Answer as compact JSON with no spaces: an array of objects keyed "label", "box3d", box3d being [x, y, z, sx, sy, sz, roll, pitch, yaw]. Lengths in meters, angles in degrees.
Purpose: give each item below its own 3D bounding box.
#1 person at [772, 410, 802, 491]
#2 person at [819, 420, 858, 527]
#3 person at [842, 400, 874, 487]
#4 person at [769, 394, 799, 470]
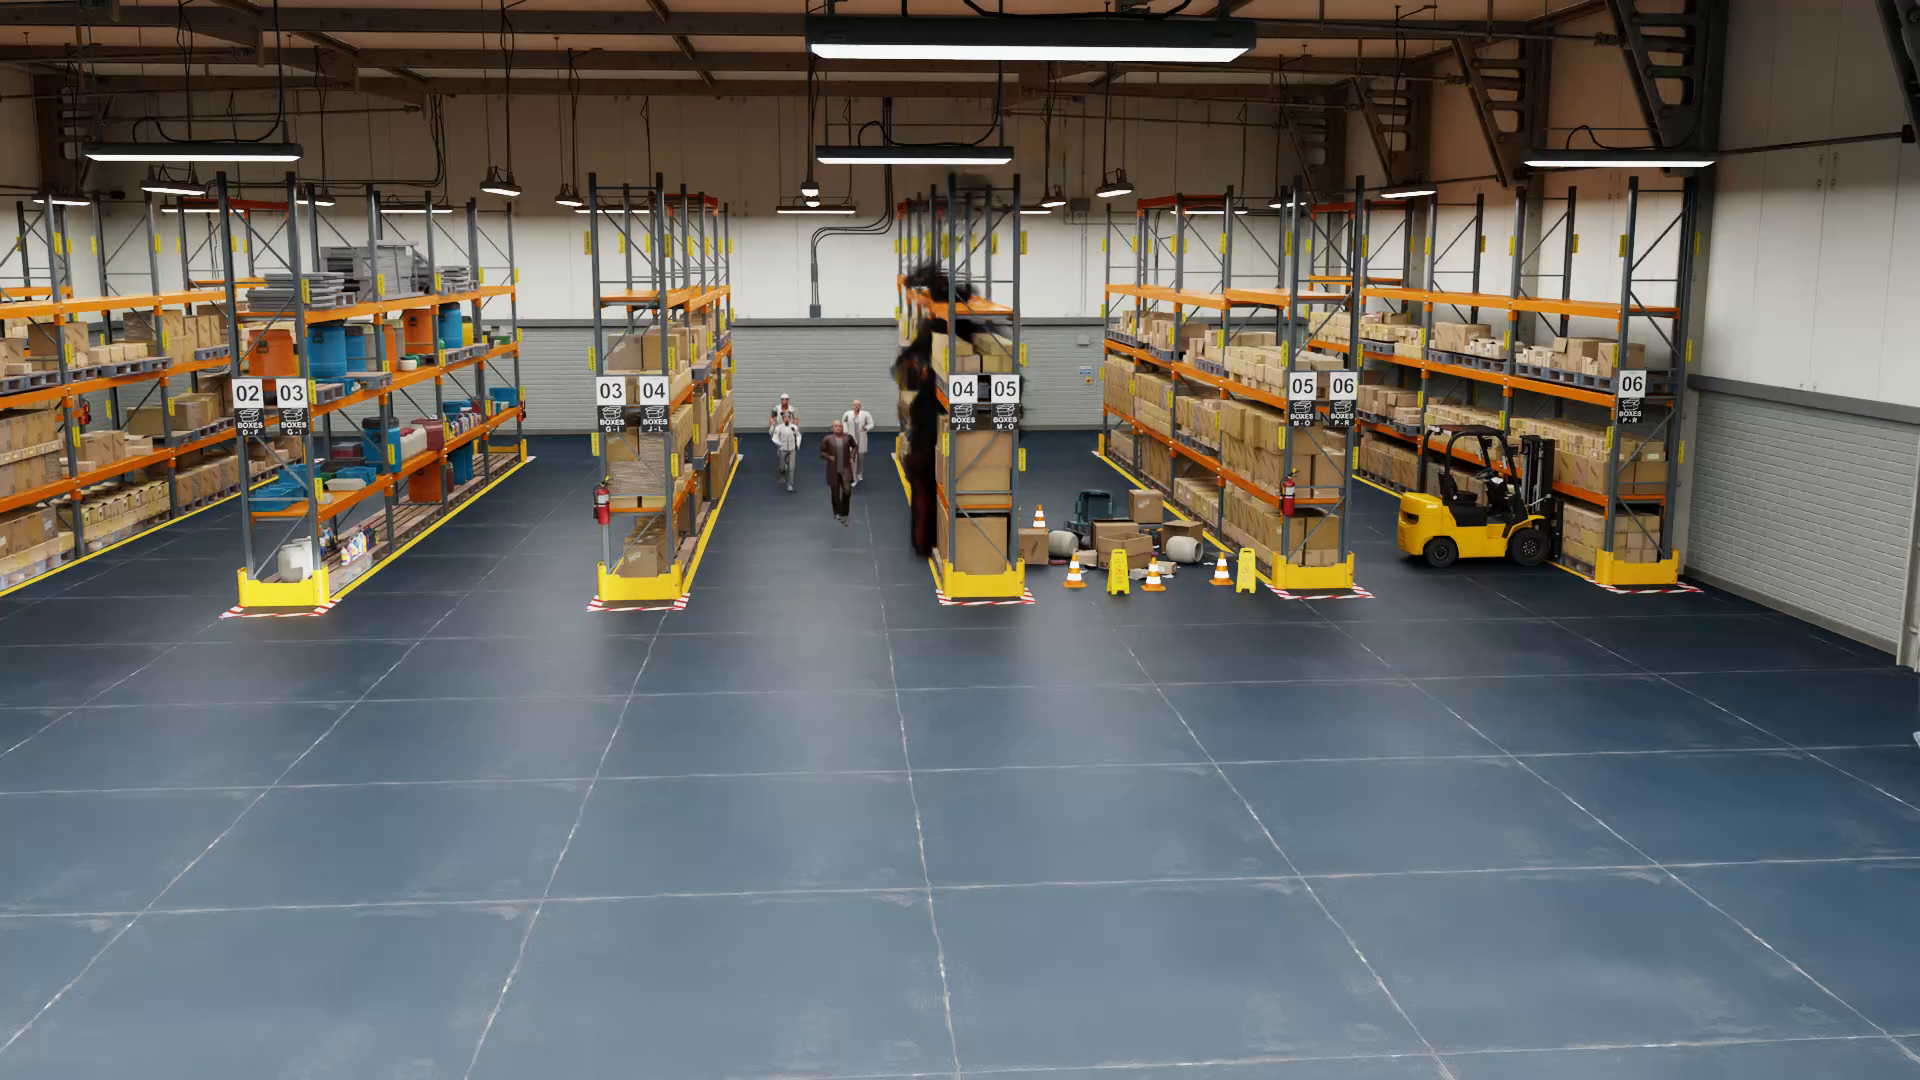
[{"label":"person","box3d":[-3.578,-1.870,34.504,0.622,1.657,0.736,-2,10,-11]},{"label":"person","box3d":[-2.065,-1.137,28.548,0.681,1.854,0.762,-2,10,-9]},{"label":"person","box3d":[-2.164,-2.080,35.353,0.692,1.820,0.945,-1,10,-4]},{"label":"person","box3d":[-3.951,-2.421,37.391,0.661,1.734,0.627,-2,10,-11]}]
